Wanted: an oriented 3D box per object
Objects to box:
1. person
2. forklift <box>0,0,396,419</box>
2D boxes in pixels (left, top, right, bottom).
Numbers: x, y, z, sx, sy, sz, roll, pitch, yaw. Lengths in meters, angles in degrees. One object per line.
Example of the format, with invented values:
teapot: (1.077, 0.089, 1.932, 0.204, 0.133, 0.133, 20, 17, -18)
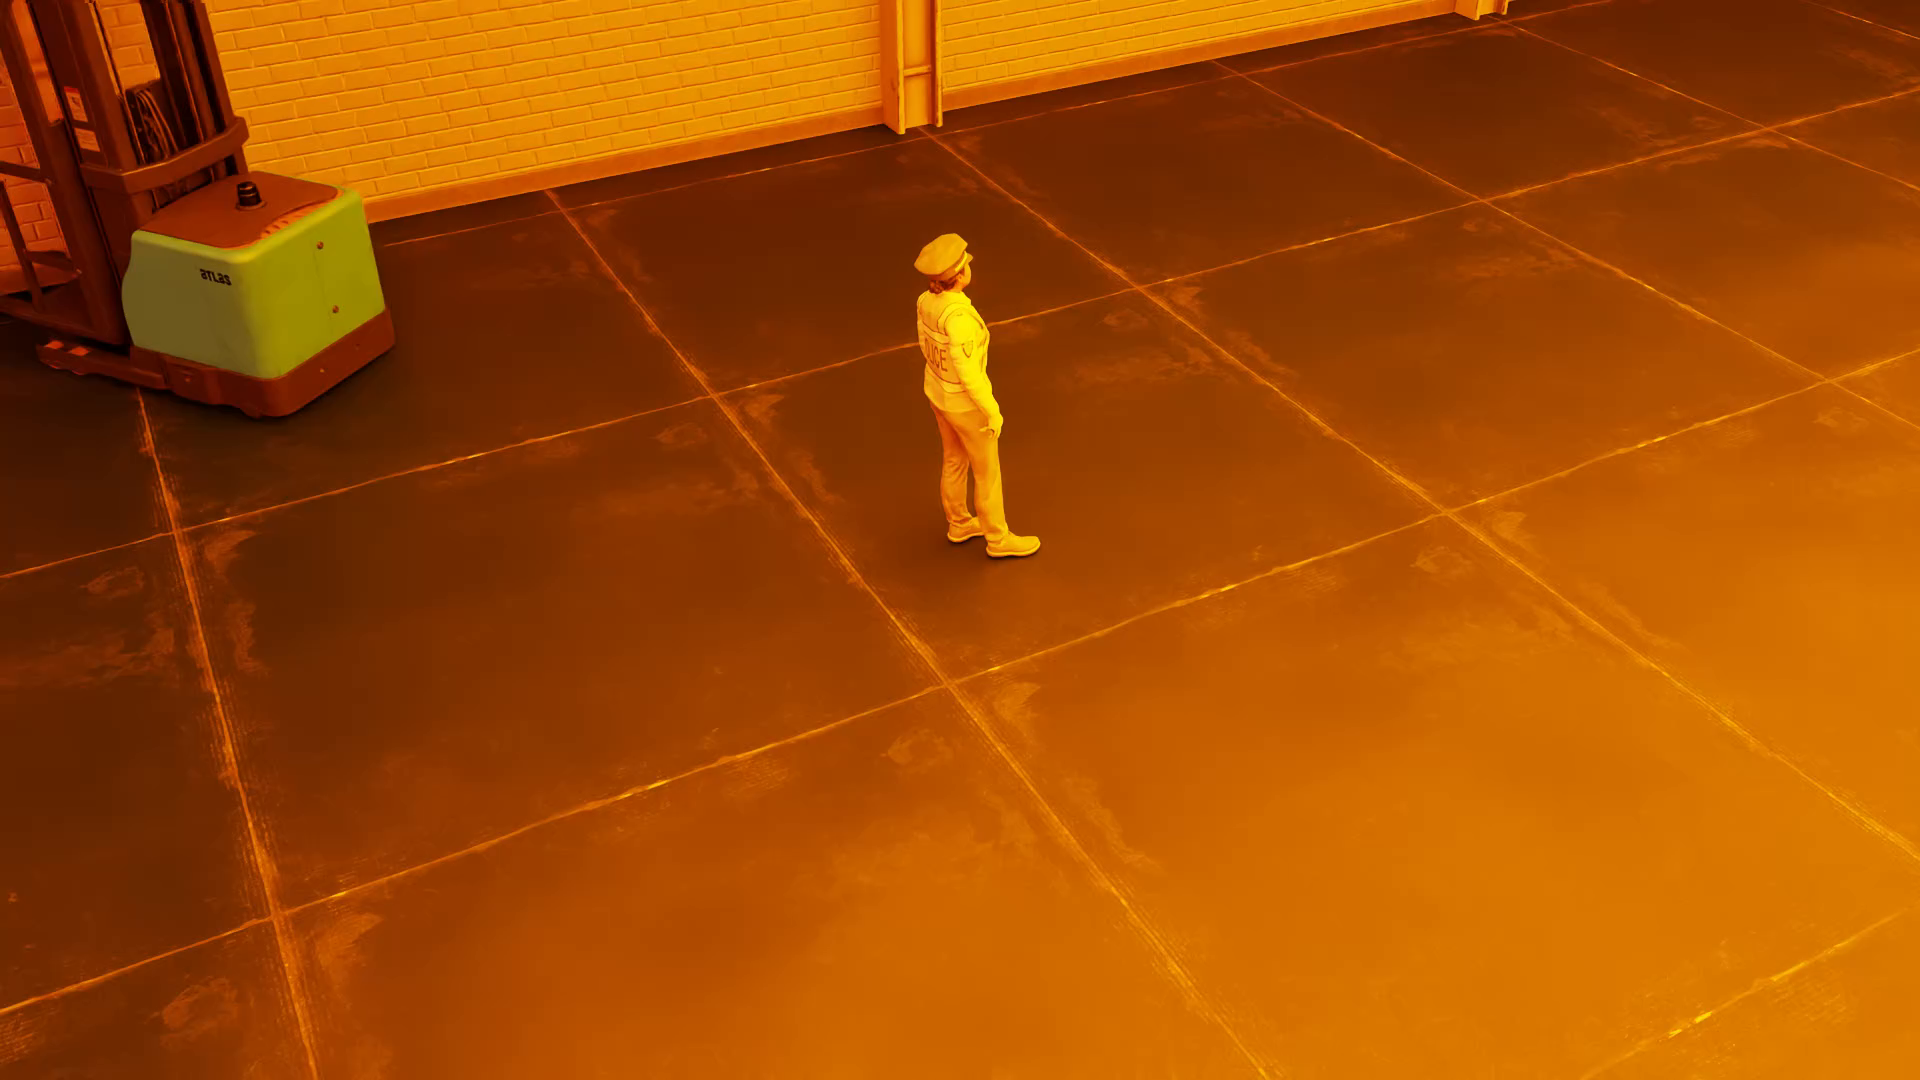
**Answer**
person: (0.064, -0.713, 8.191, 0.530, 1.694, 0.586, -17, 39, -23)
forklift: (-5.042, -2.457, 9.598, 3.031, 2.935, 1.130, 14, 38, 19)
